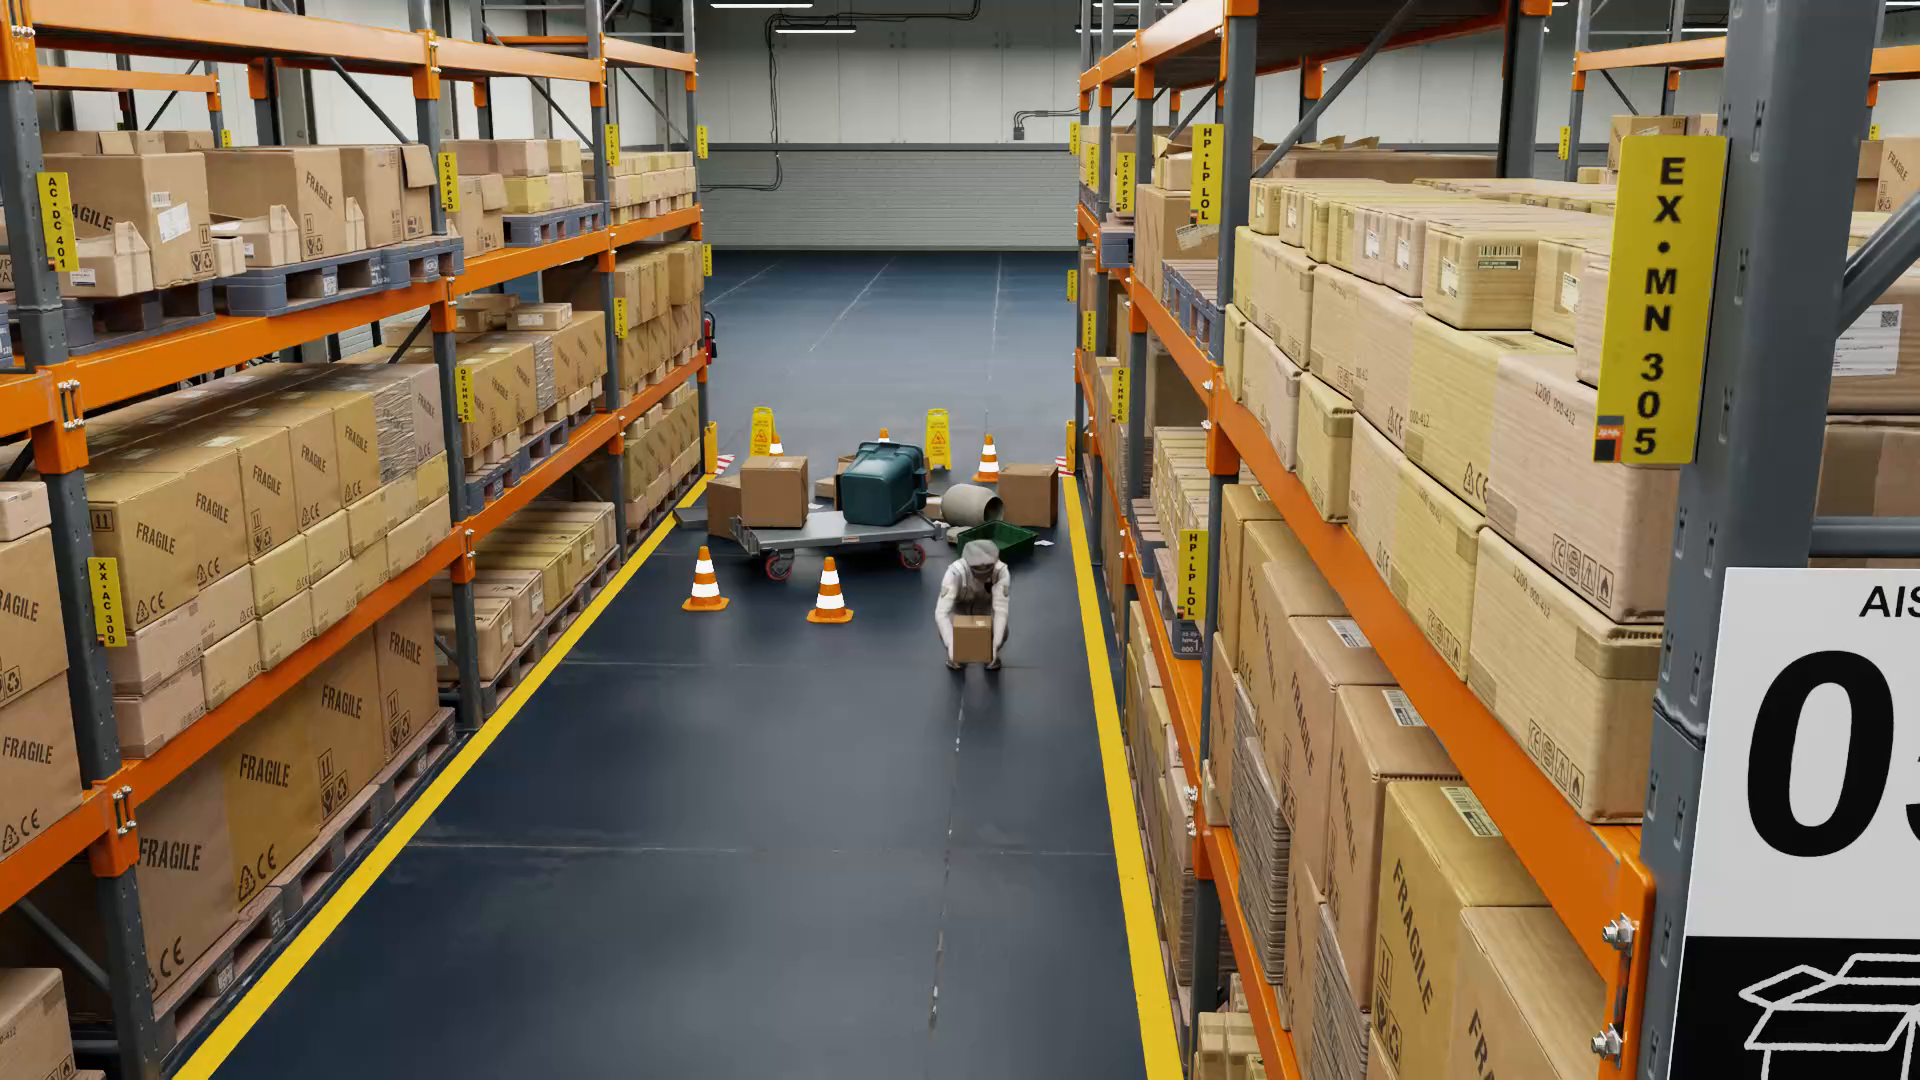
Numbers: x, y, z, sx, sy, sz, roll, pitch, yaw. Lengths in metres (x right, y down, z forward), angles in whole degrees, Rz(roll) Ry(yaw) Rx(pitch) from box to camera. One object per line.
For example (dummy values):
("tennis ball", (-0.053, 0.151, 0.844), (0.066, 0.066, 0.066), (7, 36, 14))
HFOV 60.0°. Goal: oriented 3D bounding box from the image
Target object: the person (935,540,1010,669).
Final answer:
("person", (0.087, 0.430, 11.256), (0.499, 0.963, 0.826), (0, 14, 1))
